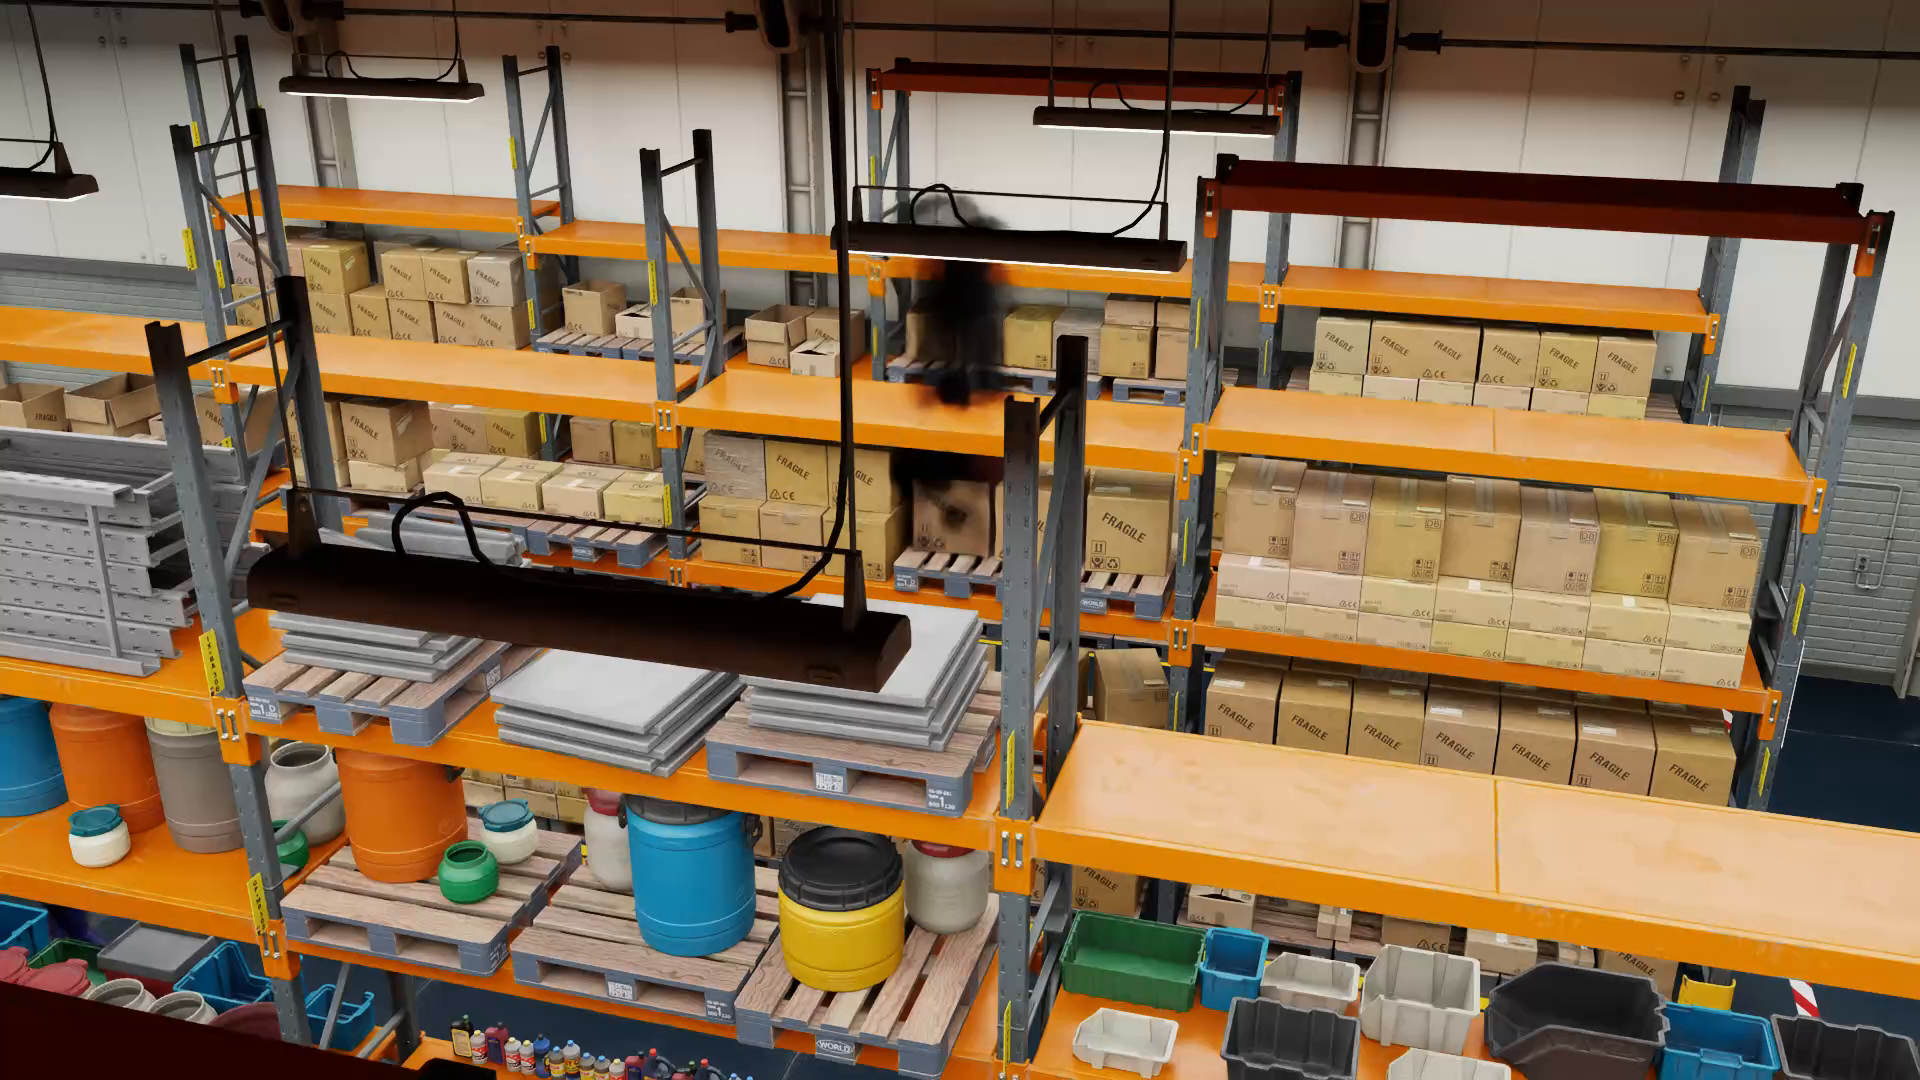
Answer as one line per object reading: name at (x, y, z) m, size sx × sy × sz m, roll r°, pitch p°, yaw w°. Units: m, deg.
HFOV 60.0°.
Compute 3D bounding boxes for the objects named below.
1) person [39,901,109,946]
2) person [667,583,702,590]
person at (-6.609, 2.636, 12.354) m, size 0.965 × 1.657 × 0.604 m, roll 7°, pitch 23°, yaw 16°
person at (-2.818, 0.800, 16.878) m, size 0.624 × 1.550 × 0.573 m, roll 1°, pitch 23°, yaw 3°
